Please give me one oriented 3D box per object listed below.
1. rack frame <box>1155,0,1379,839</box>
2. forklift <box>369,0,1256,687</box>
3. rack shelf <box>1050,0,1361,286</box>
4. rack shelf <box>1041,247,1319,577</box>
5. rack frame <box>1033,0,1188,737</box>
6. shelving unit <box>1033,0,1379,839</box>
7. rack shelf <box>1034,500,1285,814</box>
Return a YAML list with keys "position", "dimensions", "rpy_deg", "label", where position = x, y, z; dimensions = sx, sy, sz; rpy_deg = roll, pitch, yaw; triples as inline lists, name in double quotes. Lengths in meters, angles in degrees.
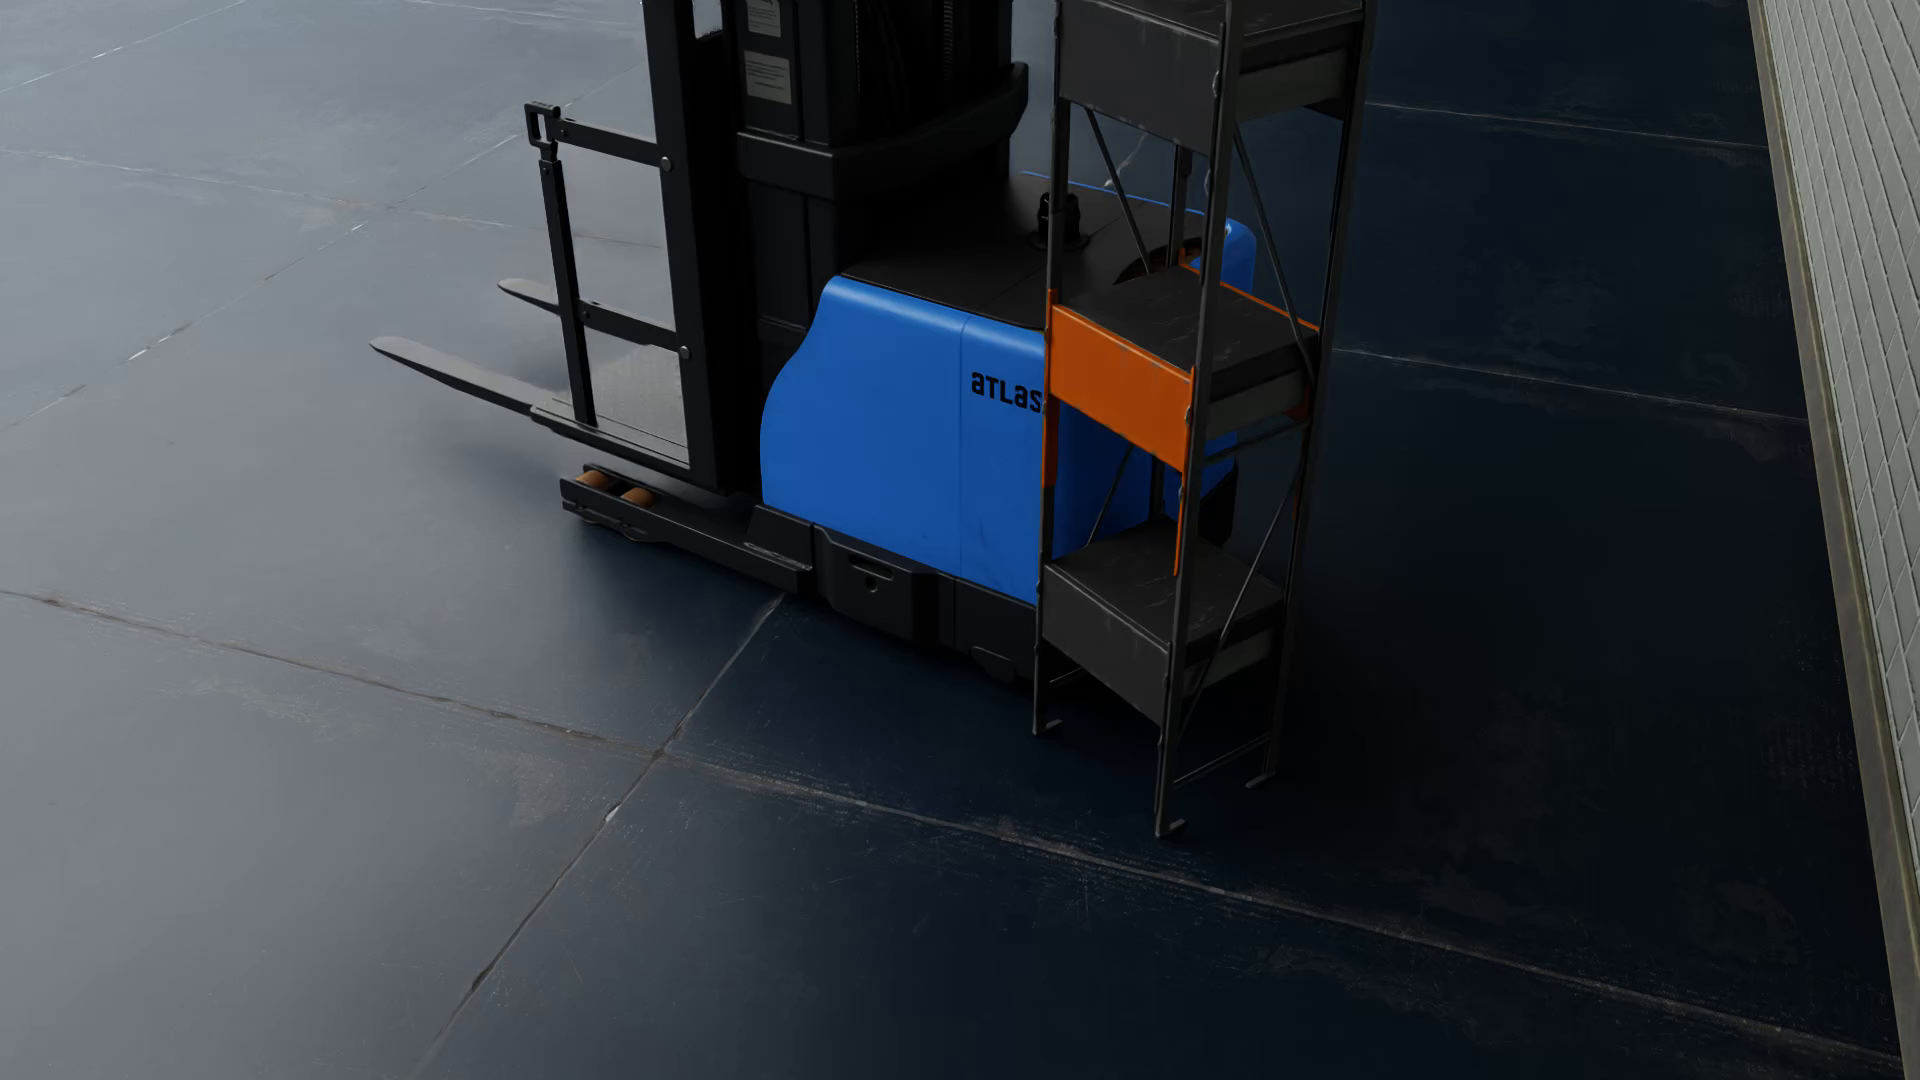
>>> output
- position: [0.648, -0.210, 3.640]
  dimensions: [0.400, 2.100, 0.015]
  rpy_deg: [-22, 39, -30]
  label: "rack frame"
- position: [-0.666, -1.442, 4.782]
  dimensions: [3.031, 2.935, 1.130]
  rpy_deg: [20, 38, 28]
  label: "forklift"
- position: [0.504, -0.894, 3.433]
  dimensions: [0.431, 0.518, 0.480]
  rpy_deg: [-22, 39, -30]
  label: "rack shelf"
- position: [0.504, -0.305, 3.812]
  dimensions: [0.431, 0.518, 0.480]
  rpy_deg: [-22, 39, -30]
  label: "rack shelf"
- position: [0.360, -0.424, 3.970]
  dimensions: [0.400, 2.100, 0.015]
  rpy_deg: [-22, 39, -30]
  label: "rack frame"
- position: [0.504, -0.317, 3.805]
  dimensions: [0.431, 2.100, 0.503]
  rpy_deg: [-22, 39, -30]
  label: "shelving unit"
- position: [0.504, 0.283, 4.192]
  dimensions: [0.431, 0.518, 0.480]
  rpy_deg: [-22, 39, -30]
  label: "rack shelf"
